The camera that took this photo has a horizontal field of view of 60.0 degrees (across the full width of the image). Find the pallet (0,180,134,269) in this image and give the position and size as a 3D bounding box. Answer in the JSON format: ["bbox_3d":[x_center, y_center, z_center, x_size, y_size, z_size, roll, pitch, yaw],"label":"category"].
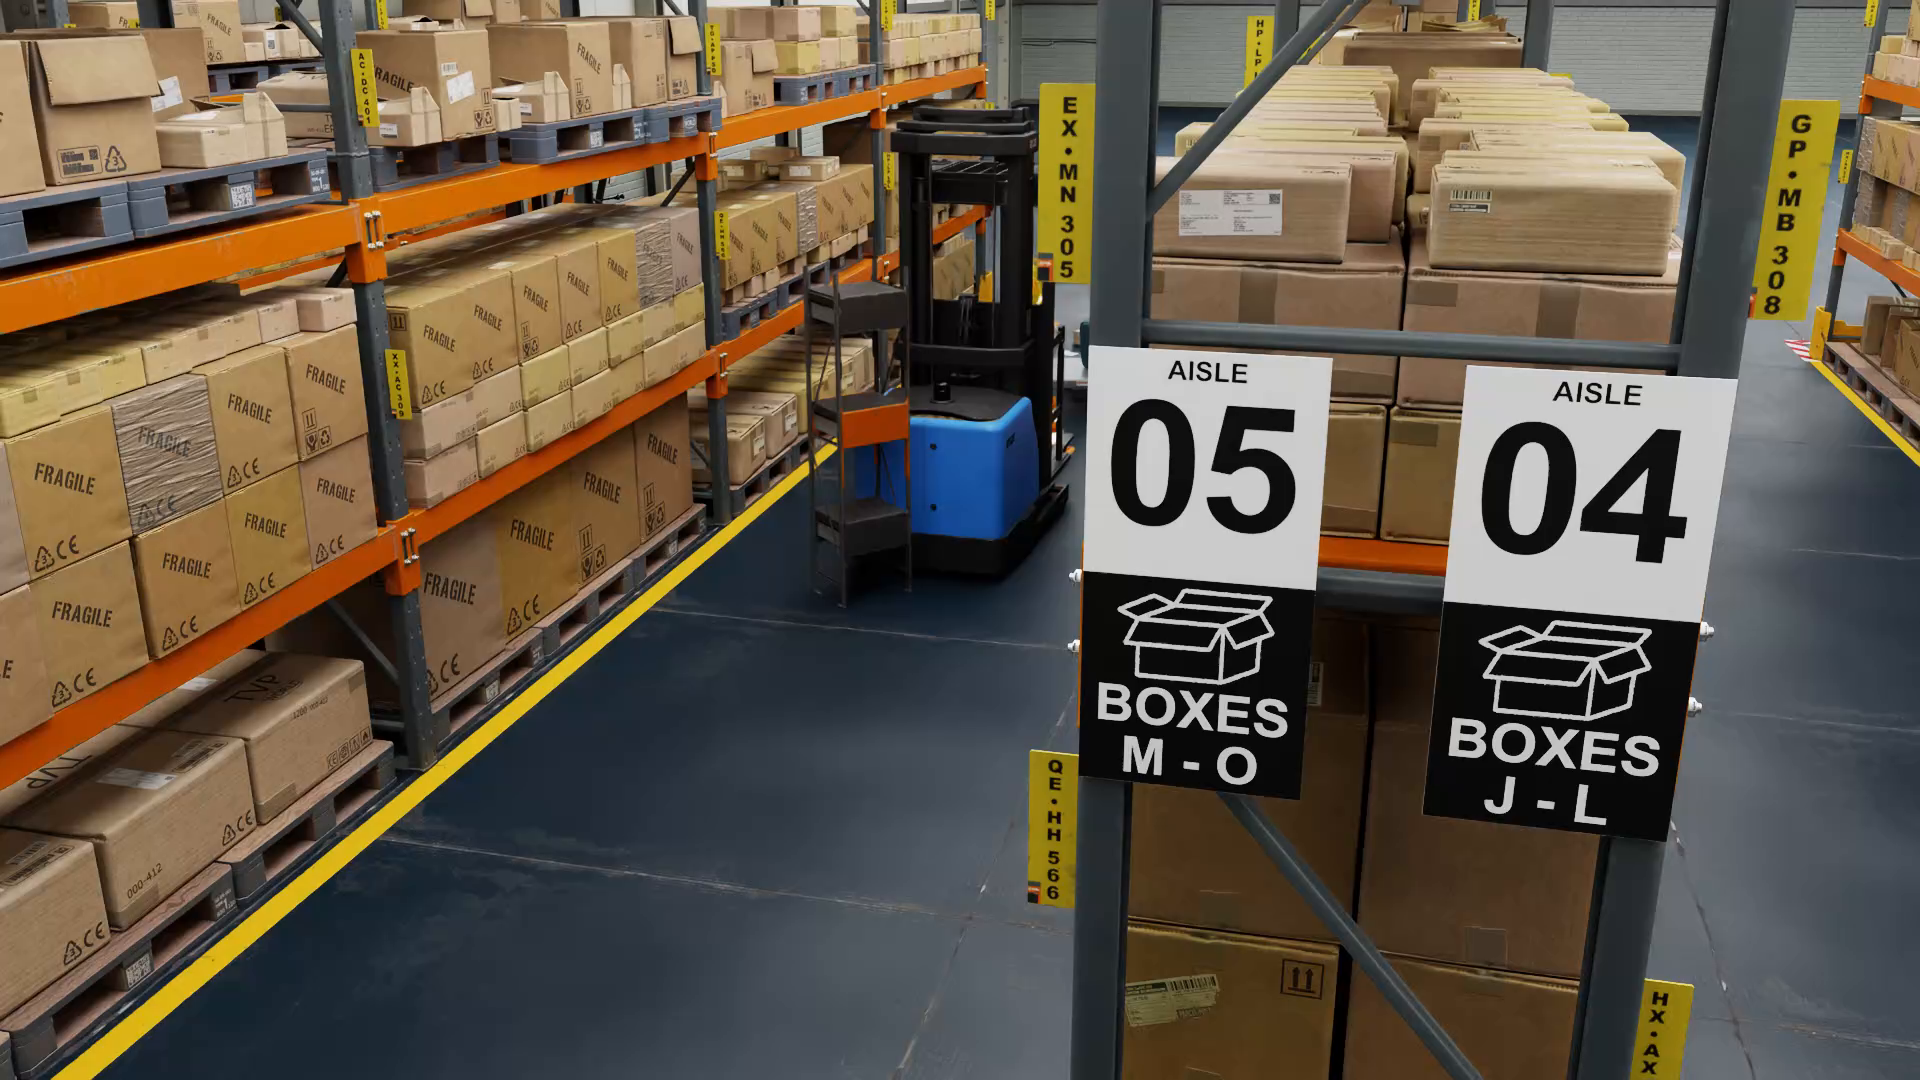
[{"bbox_3d":[-3.645,-1.055,5.632,1.003,0.211,1.213,5,19,13],"label":"pallet"}]

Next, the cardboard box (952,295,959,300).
[{"bbox_3d":[-0.274,-2.537,18.078,0.500,0.250,0.500,5,19,14],"label":"cardboard box"}]

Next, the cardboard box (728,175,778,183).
[{"bbox_3d":[-1.828,-2.773,13.902,0.500,0.500,0.500,5,19,13],"label":"cardboard box"}]

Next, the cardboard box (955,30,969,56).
[{"bbox_3d":[-0.204,-5.227,17.480,0.500,0.250,0.500,4,19,13],"label":"cardboard box"}]

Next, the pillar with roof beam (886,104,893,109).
[{"bbox_3d":[2.511,-12.460,34.245,9.100,9.000,0.400,5,19,13],"label":"pillar with roof beam"}]

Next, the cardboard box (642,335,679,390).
[{"bbox_3d":[-2.139,-1.157,10.666,0.500,0.250,0.500,5,19,14],"label":"cardboard box"}]

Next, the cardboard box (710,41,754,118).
[{"bbox_3d":[-1.916,-3.331,12.004,0.700,0.500,0.500,5,19,13],"label":"cardboard box"}]

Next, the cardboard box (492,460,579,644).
[{"bbox_3d":[-2.848,0.008,9.661,0.875,0.875,0.875,5,20,15],"label":"cardboard box"}]

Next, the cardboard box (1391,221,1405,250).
[{"bbox_3d":[0.702,-0.611,3.655,0.500,0.250,0.500,4,19,12],"label":"cardboard box"}]

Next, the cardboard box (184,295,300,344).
[{"bbox_3d":[-3.071,-0.946,7.112,0.380,0.149,0.250,5,20,15],"label":"cardboard box"}]

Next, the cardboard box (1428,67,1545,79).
[{"bbox_3d":[1.879,-1.609,5.959,0.380,0.149,0.250,4,19,11],"label":"cardboard box"}]

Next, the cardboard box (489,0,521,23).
[{"bbox_3d":[-5.236,-5.708,18.159,0.700,0.500,0.500,5,19,14],"label":"cardboard box"}]

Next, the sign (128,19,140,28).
[{"bbox_3d":[-3.663,-2.167,7.465,0.100,0.325,0.005,5,19,13],"label":"sign"}]

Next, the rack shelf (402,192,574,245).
[{"bbox_3d":[-5.505,-3.499,18.404,1.077,0.370,4.000,5,19,13],"label":"rack shelf"}]

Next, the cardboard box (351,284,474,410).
[{"bbox_3d":[-2.748,-0.950,8.127,0.500,0.500,0.500,5,19,14],"label":"cardboard box"}]

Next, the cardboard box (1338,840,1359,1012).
[{"bbox_3d":[1.196,0.822,4.026,0.500,0.500,0.500,5,19,13],"label":"cardboard box"}]

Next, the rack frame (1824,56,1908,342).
[{"bbox_3d":[9.407,-3.293,16.688,1.000,3.000,0.127,5,19,13],"label":"rack frame"}]

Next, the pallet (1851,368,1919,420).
[{"bbox_3d":[8.856,-1.316,15.215,1.003,0.211,1.213,5,19,13],"label":"pallet"}]

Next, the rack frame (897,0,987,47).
[{"bbox_3d":[-0.203,-6.915,18.009,1.000,3.000,0.127,5,19,13],"label":"rack frame"}]

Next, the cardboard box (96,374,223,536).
[{"bbox_3d":[-3.229,-0.346,6.360,0.500,0.500,0.500,5,19,14],"label":"cardboard box"}]

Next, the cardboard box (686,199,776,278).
[{"bbox_3d":[-1.702,-2.242,12.345,0.500,0.500,0.500,6,20,16],"label":"cardboard box"}]

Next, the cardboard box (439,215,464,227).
[{"bbox_3d":[-5.521,-3.543,17.265,0.500,0.500,0.500,5,19,14],"label":"cardboard box"}]

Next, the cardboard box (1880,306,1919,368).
[{"bbox_3d":[9.125,-1.924,15.898,0.500,0.500,0.500,10,21,28],"label":"cardboard box"}]

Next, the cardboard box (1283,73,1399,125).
[{"bbox_3d":[1.279,-1.491,5.613,0.380,0.149,0.250,4,19,13],"label":"cardboard box"}]

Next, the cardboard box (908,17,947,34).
[{"bbox_3d":[-0.341,-5.141,16.612,0.380,0.149,0.250,5,20,15],"label":"cardboard box"}]

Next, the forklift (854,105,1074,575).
[{"bbox_3d":[0.185,-1.601,11.841,1.130,2.935,3.031,5,20,15],"label":"forklift"}]

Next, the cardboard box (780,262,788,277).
[{"bbox_3d":[-1.583,-2.161,13.113,0.380,0.149,0.250,5,20,16],"label":"cardboard box"}]

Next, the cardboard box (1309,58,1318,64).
[{"bbox_3d":[2.270,-2.518,9.623,0.500,0.500,0.500,5,19,13],"label":"cardboard box"}]

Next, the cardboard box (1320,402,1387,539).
[{"bbox_3d":[0.567,-0.213,3.263,0.500,0.250,0.500,4,19,12],"label":"cardboard box"}]

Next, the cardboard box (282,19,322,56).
[{"bbox_3d":[-5.935,-4.590,15.178,0.500,0.311,0.500,4,19,12],"label":"cardboard box"}]

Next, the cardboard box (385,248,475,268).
[{"bbox_3d":[-3.007,-1.315,9.195,0.500,0.500,0.500,5,20,15],"label":"cardboard box"}]

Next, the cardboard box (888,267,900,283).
[{"bbox_3d":[-0.685,-2.579,16.039,0.380,0.149,0.250,5,19,14],"label":"cardboard box"}]

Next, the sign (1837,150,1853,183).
[{"bbox_3d":[8.881,-3.745,16.673,0.100,0.325,0.005,5,19,13],"label":"sign"}]

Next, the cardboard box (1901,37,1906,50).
[{"bbox_3d":[9.016,-4.600,15.488,0.380,0.149,0.250,4,19,12],"label":"cardboard box"}]

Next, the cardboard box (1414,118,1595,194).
[{"bbox_3d":[1.250,-0.882,3.829,0.380,0.149,0.250,5,20,15],"label":"cardboard box"}]

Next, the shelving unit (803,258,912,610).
[{"bbox_3d":[-0.629,-0.657,10.362,0.503,2.100,0.431,-12,22,-32],"label":"shelving unit"}]

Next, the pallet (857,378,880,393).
[{"bbox_3d":[-1.369,-1.258,15.044,1.003,0.211,1.213,5,19,13],"label":"pallet"}]

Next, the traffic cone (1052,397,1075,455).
[{"bbox_3d":[0.773,-0.952,13.760,0.336,0.463,0.334,5,19,13],"label":"traffic cone"}]

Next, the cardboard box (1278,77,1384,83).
[{"bbox_3d":[1.171,-1.413,5.385,0.380,0.149,0.250,4,19,12],"label":"cardboard box"}]

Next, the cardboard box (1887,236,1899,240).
[{"bbox_3d":[8.807,-2.711,15.373,0.380,0.149,0.250,5,19,13],"label":"cardboard box"}]

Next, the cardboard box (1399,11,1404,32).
[{"bbox_3d":[3.516,-4.372,14.175,0.500,0.250,0.500,4,19,13],"label":"cardboard box"}]

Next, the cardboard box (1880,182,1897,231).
[{"bbox_3d":[9.240,-3.145,15.639,0.875,0.500,0.500,5,19,13],"label":"cardboard box"}]

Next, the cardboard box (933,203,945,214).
[{"bbox_3d":[-0.463,-3.601,16.976,0.500,0.500,0.500,5,19,14],"label":"cardboard box"}]

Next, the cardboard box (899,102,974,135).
[{"bbox_3d":[-0.247,-4.401,17.771,0.700,0.500,0.500,5,19,14],"label":"cardboard box"}]

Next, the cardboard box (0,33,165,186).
[{"bbox_3d":[-3.433,-1.604,6.137,0.797,0.503,0.637,6,20,18],"label":"cardboard box"}]

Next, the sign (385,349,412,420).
[{"bbox_3d":[-2.596,-0.718,7.688,0.100,0.325,0.005,5,19,13],"label":"sign"}]

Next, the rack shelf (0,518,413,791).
[{"bbox_3d":[-3.623,0.653,6.248,1.077,0.370,4.000,5,19,13],"label":"rack shelf"}]

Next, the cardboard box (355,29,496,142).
[{"bbox_3d":[-2.638,-2.233,8.140,0.500,0.500,0.500,4,19,12],"label":"cardboard box"}]
